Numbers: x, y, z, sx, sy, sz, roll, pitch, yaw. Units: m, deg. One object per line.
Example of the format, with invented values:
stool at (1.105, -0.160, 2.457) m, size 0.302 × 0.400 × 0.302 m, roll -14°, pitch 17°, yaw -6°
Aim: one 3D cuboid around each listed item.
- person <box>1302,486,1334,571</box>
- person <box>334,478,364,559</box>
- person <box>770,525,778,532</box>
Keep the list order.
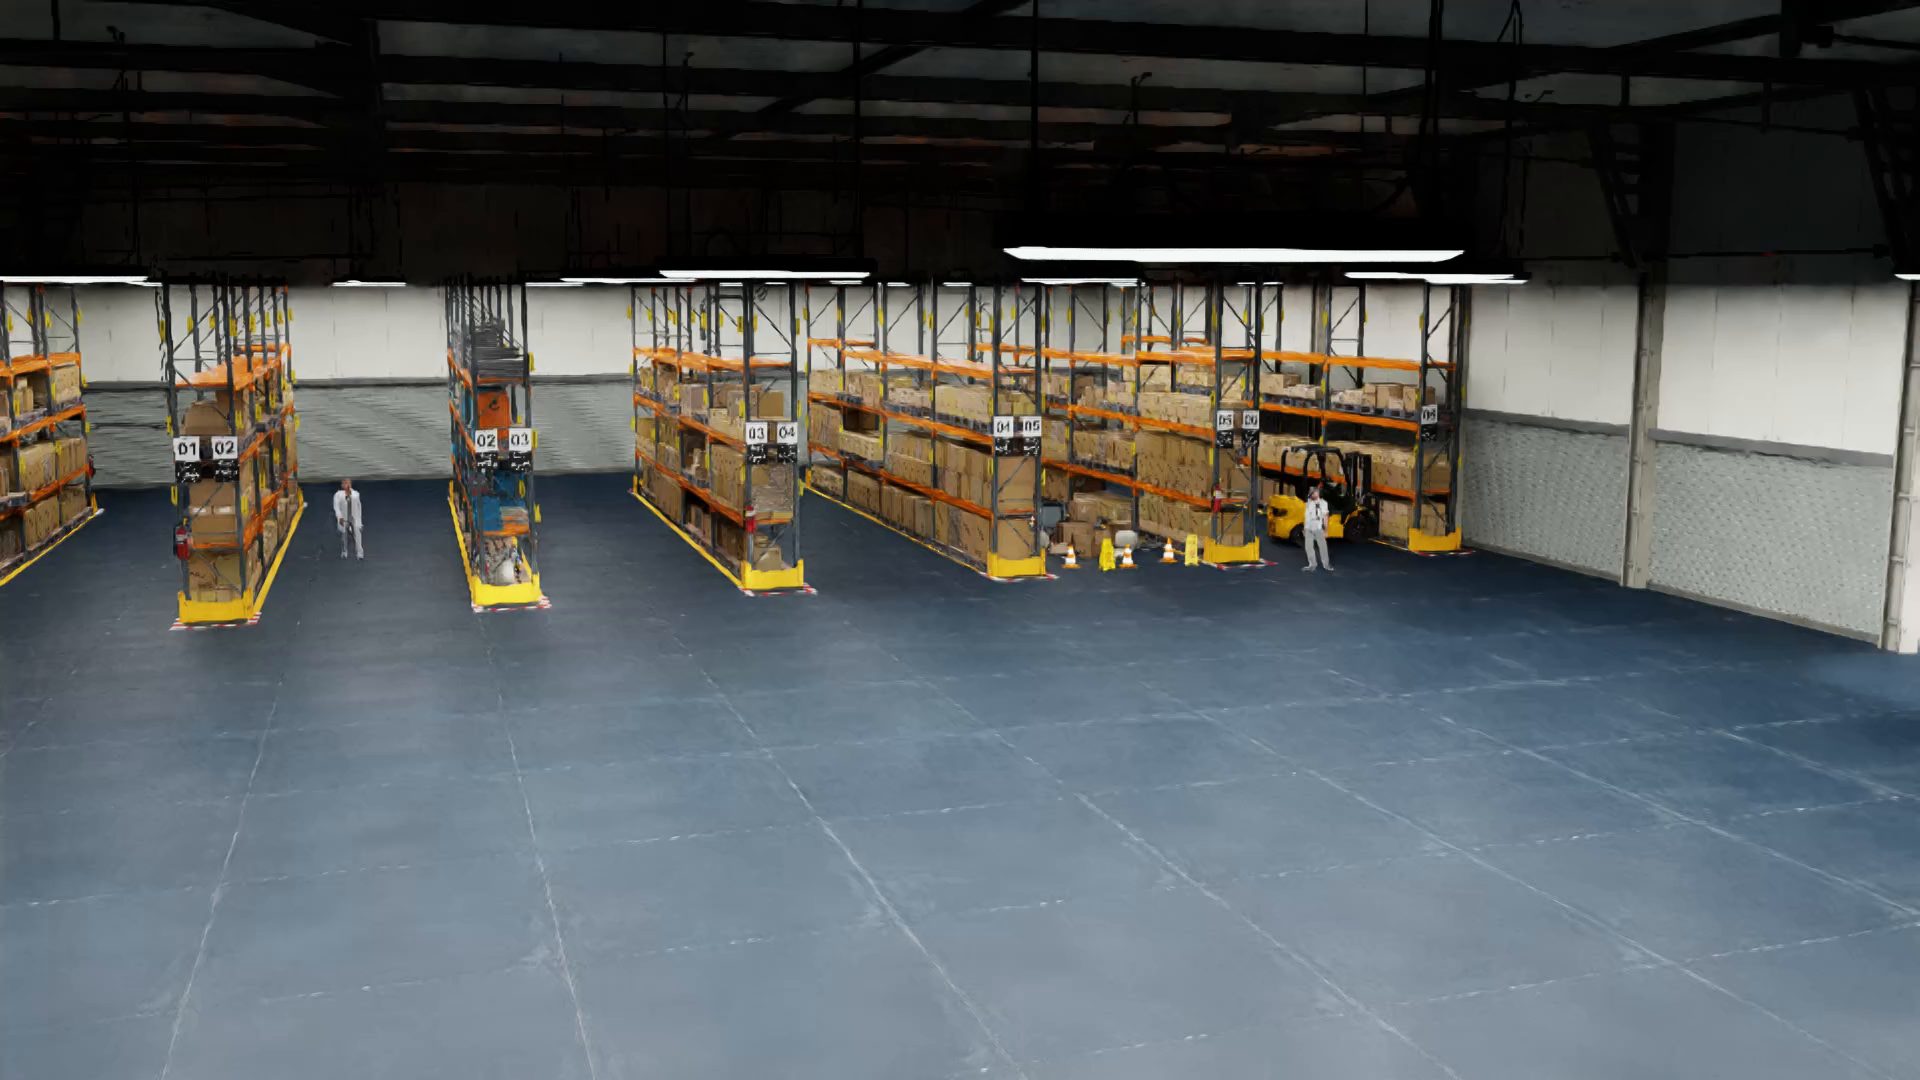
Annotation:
person at (7.315, -0.246, 33.975) m, size 0.655 × 1.749 × 0.561 m, roll 8°, pitch 12°, yaw 44°
person at (-13.002, -0.463, 35.347) m, size 0.577 × 1.716 × 1.104 m, roll -4°, pitch 10°, yaw -27°
person at (-4.405, -1.010, 39.427) m, size 0.463 × 1.596 × 0.998 m, roll -3°, pitch 9°, yaw -20°
